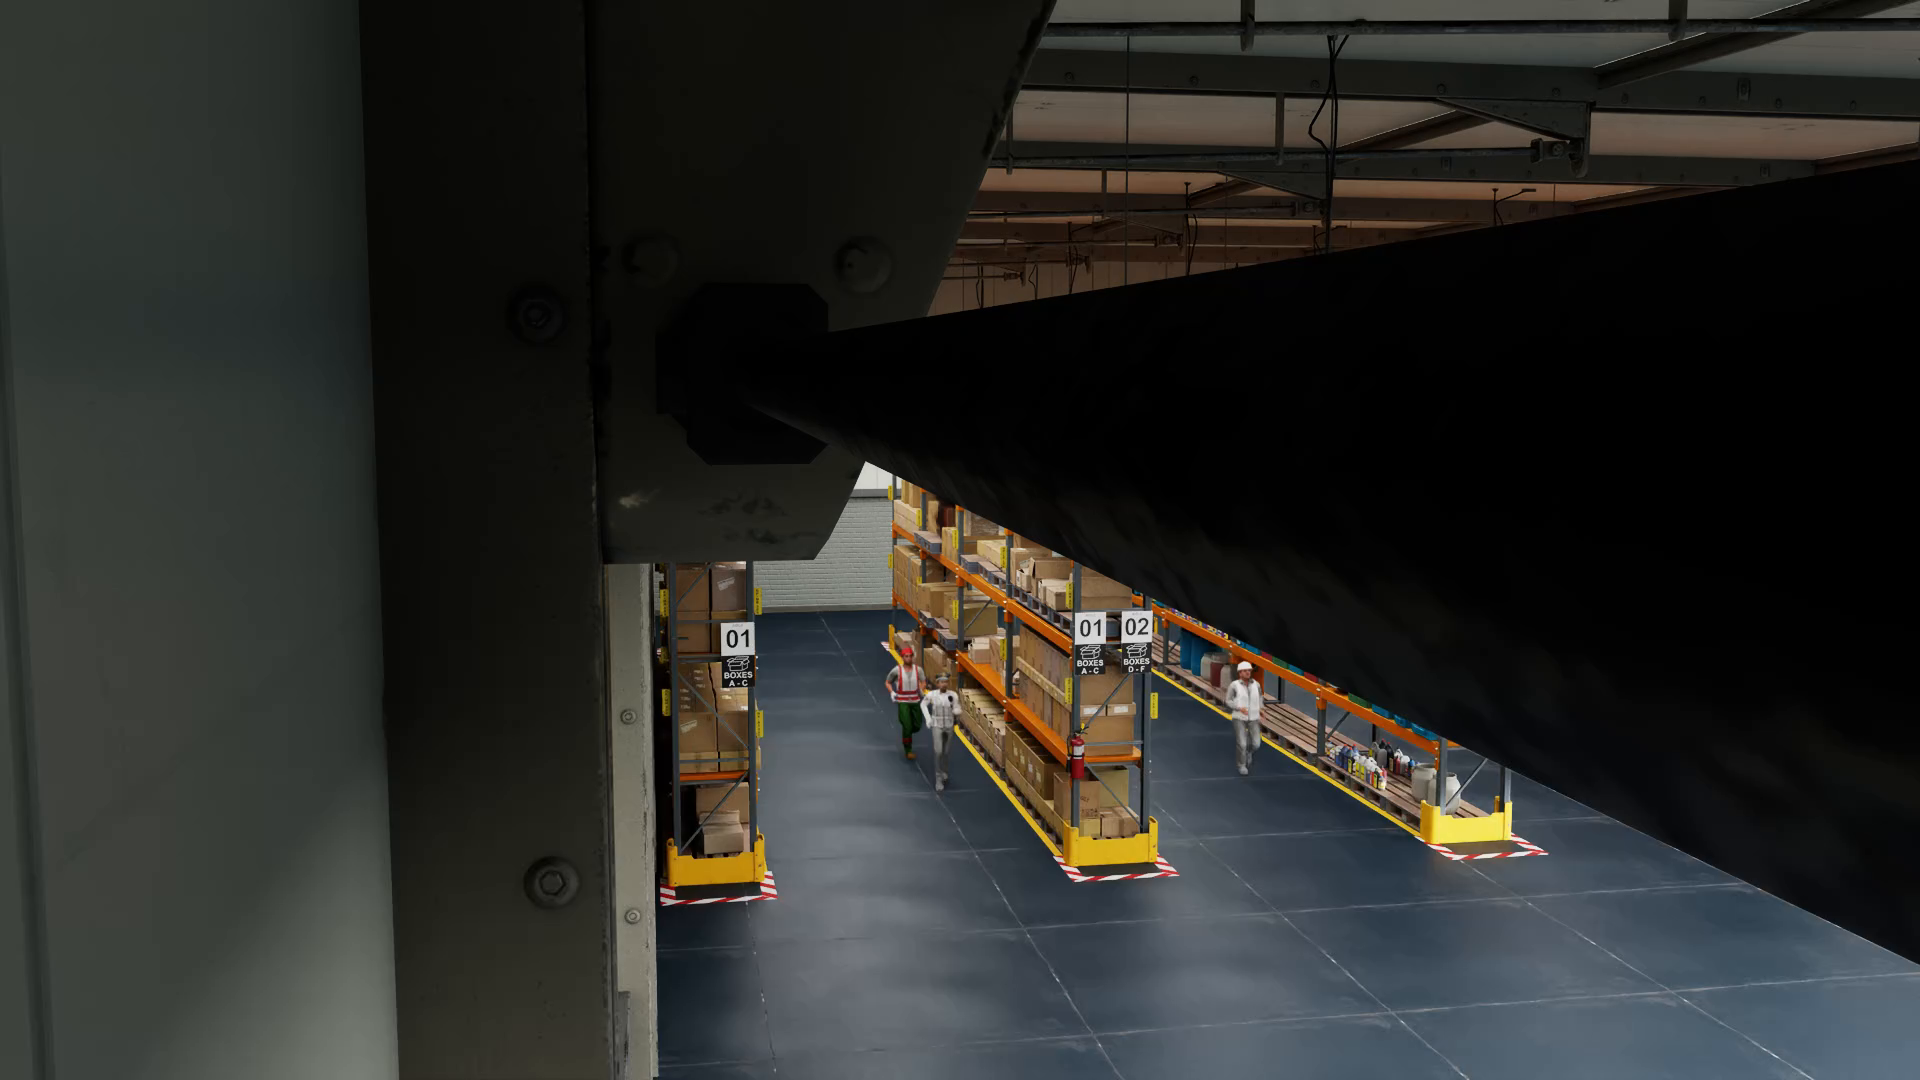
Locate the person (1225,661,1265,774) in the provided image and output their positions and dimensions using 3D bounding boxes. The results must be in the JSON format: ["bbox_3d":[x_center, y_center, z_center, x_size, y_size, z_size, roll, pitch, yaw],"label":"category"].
[{"bbox_3d":[4.390,2.724,25.462,0.655,1.731,0.571,-1,6,-10],"label":"person"}]

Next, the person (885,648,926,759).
[{"bbox_3d":[-0.849,2.590,26.606,0.663,1.748,0.780,-2,6,-17],"label":"person"}]

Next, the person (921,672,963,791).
[{"bbox_3d":[-0.259,2.826,24.735,0.595,1.754,0.678,-1,6,-10],"label":"person"}]
